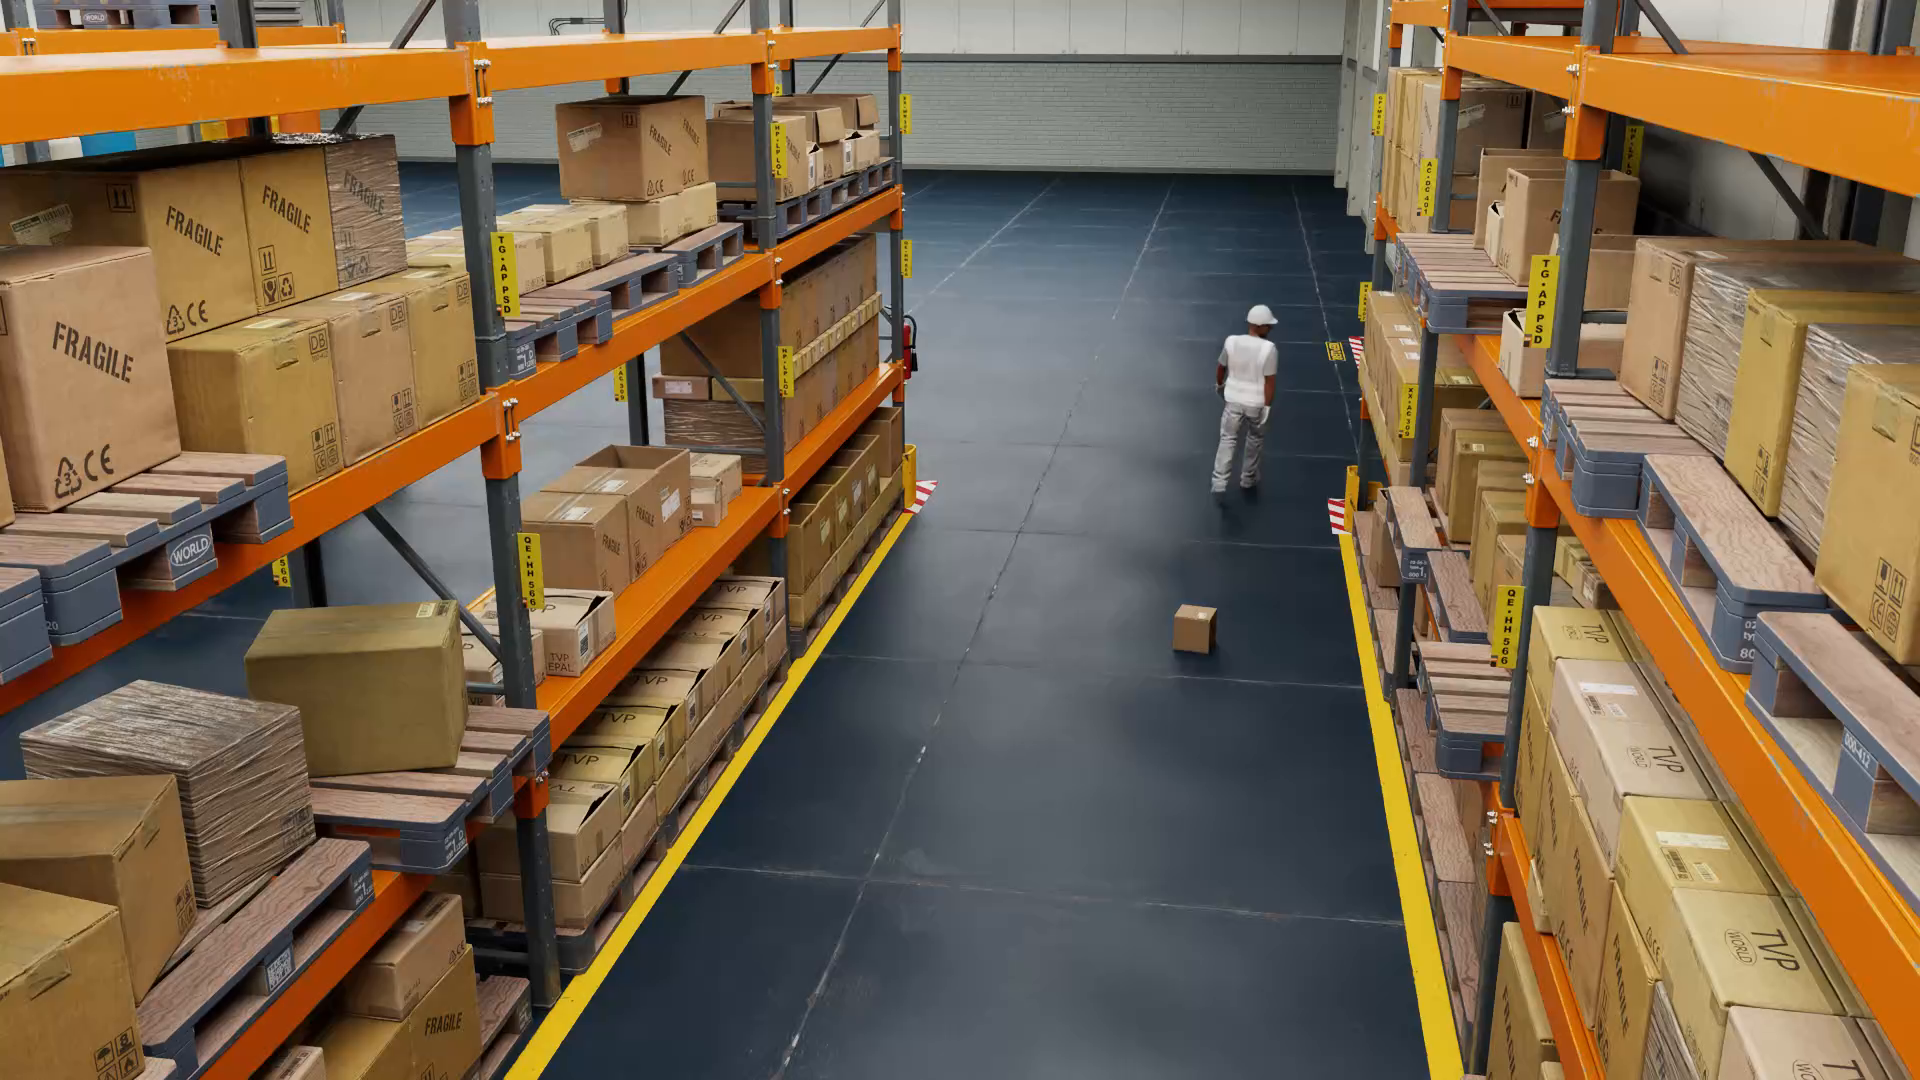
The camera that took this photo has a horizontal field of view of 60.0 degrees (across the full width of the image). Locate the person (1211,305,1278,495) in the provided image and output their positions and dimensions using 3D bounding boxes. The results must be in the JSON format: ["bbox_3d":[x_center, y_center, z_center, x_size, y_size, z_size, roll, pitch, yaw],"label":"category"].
[{"bbox_3d":[2.554,-1.256,14.964,0.638,1.746,1.015,8,19,23],"label":"person"}]
